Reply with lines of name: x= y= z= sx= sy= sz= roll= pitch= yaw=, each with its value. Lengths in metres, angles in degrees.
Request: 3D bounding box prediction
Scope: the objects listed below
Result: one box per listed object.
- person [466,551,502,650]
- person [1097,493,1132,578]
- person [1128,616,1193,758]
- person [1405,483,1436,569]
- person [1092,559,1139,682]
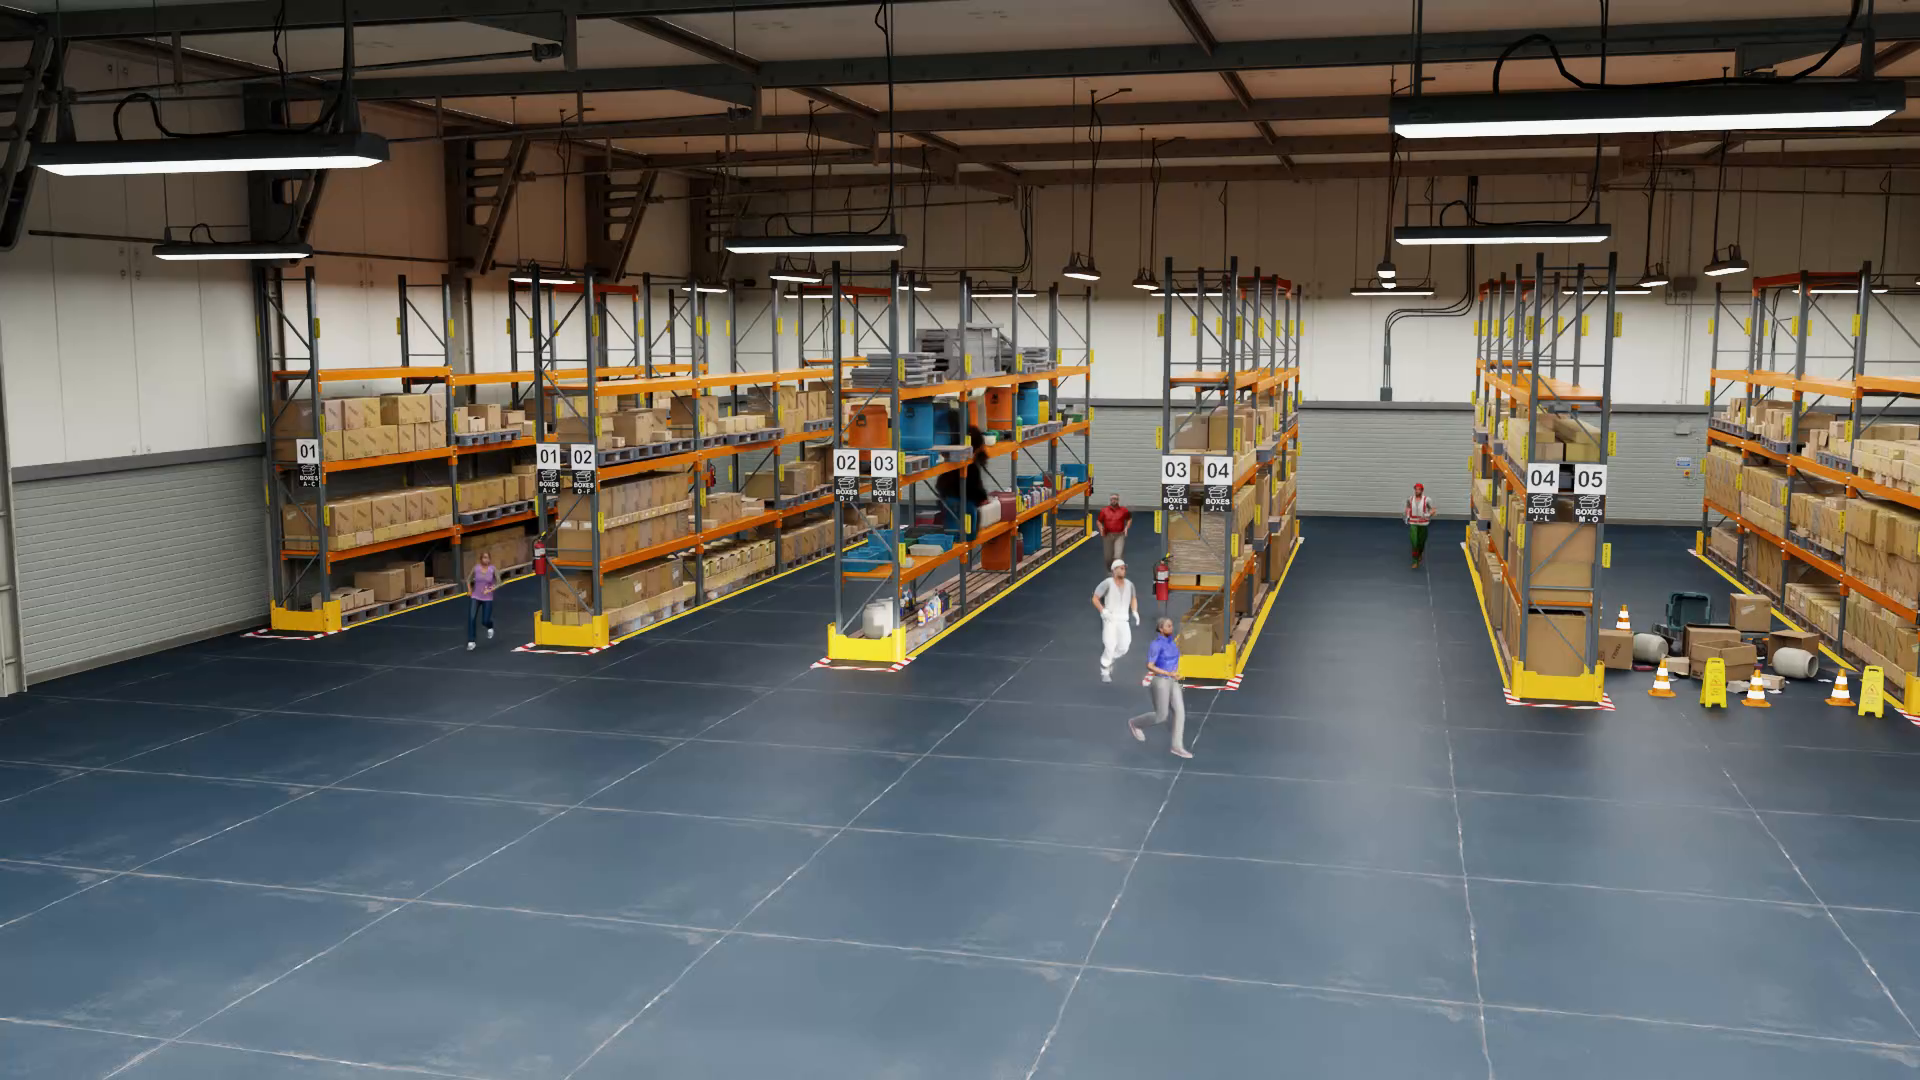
person: x=-7.532 y=0.934 z=26.319 sx=0.562 sy=1.543 sz=0.611 roll=-1 pitch=7 yaw=-4
person: x=2.882 y=-0.023 z=31.044 sx=0.663 sy=1.699 sz=0.752 roll=1 pitch=7 yaw=5
person: x=2.392 y=1.765 z=19.620 sx=0.851 sy=1.548 sz=0.579 roll=6 pitch=10 yaw=40
person: x=9.661 y=-0.308 z=34.960 sx=0.643 sy=1.788 sz=0.871 roll=3 pitch=8 yaw=22
person: x=2.239 y=1.146 z=23.682 sx=0.715 sy=1.736 sz=0.531 roll=-3 pitch=8 yaw=-20
